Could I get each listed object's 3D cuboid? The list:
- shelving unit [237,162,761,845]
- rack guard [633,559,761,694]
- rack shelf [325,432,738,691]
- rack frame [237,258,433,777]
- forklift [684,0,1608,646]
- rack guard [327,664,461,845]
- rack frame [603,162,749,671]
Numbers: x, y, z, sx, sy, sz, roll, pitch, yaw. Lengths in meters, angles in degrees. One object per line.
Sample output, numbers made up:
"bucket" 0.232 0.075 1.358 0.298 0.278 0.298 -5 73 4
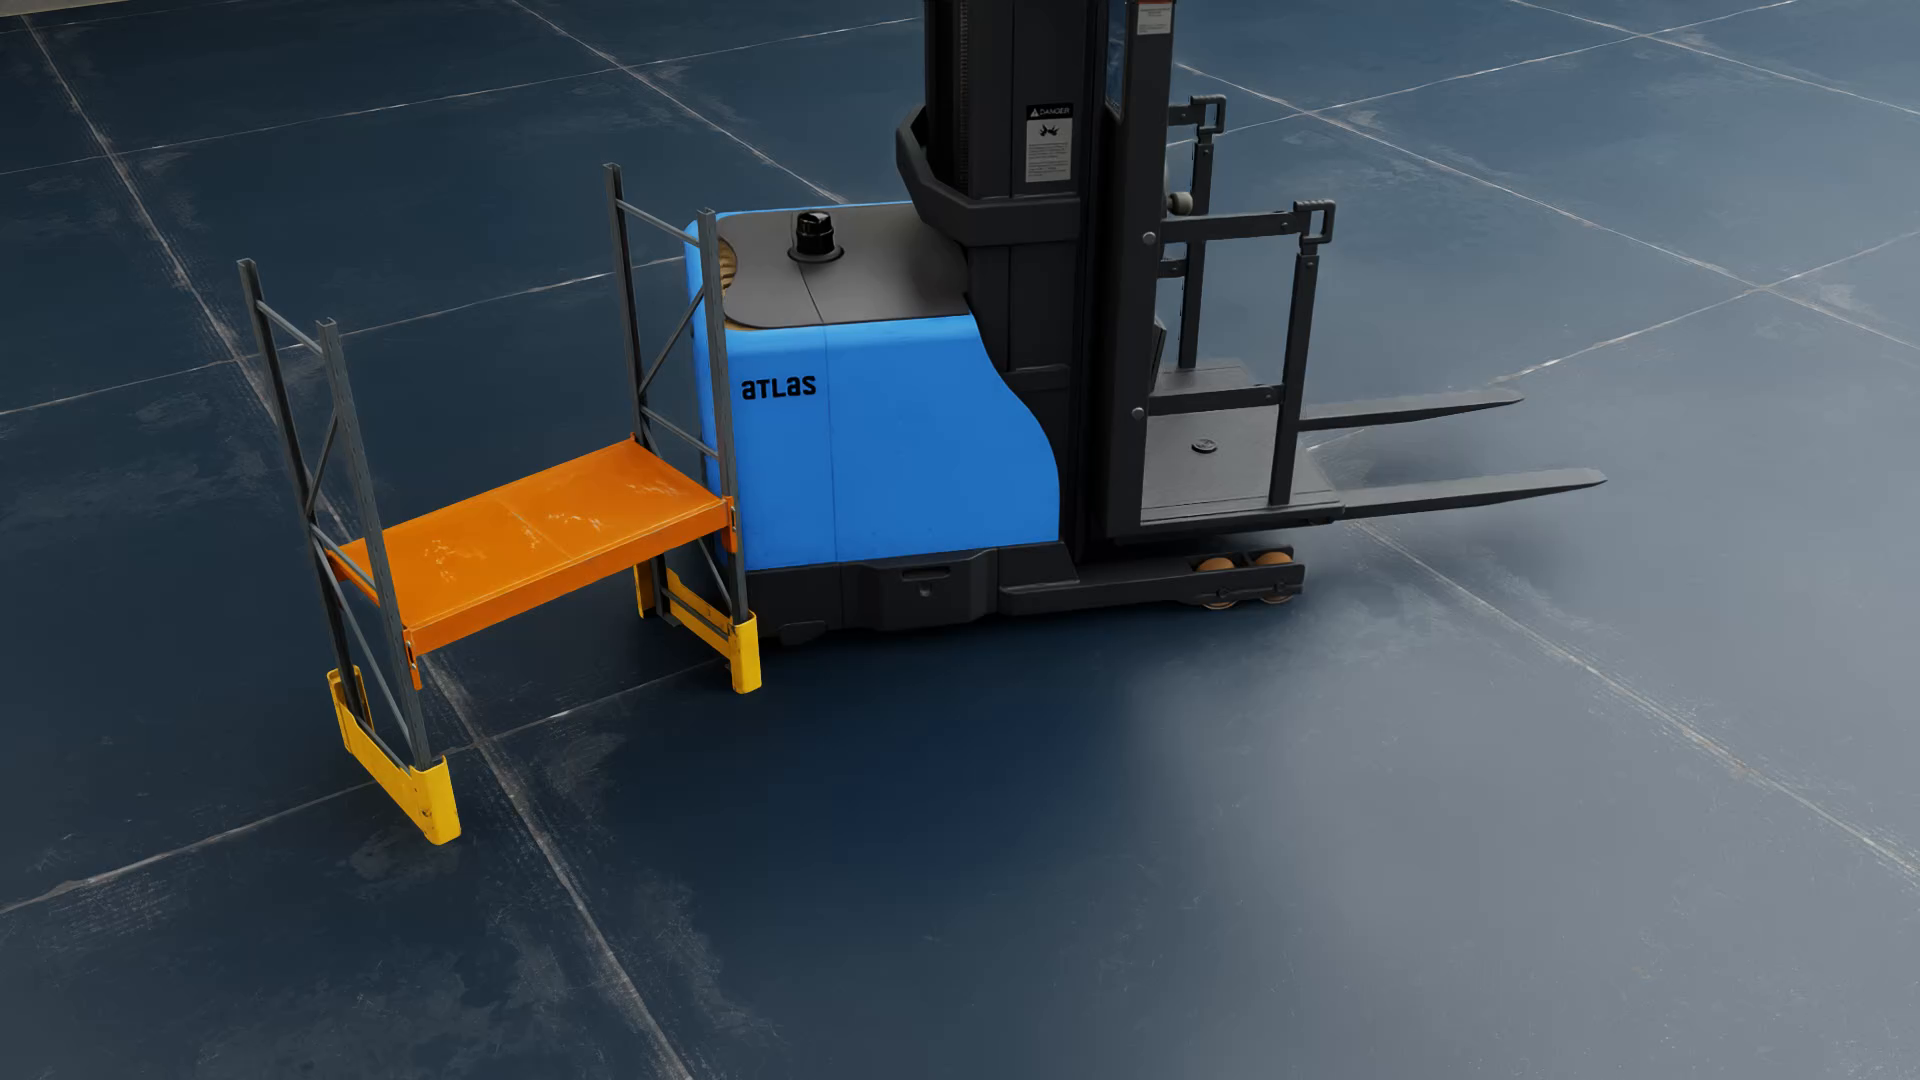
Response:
"shelving unit" -1.193 -0.120 4.535 1.083 1.500 0.587 -25 40 -34
"rack guard" -0.820 0.232 5.148 0.087 0.250 0.587 -25 40 -34
"rack shelf" -1.186 0.029 4.636 1.000 0.185 0.538 -25 40 -34
"rack frame" -1.566 0.057 4.254 0.032 1.500 0.500 -25 40 -34
"forklift" 0.659 -1.286 5.041 3.031 2.935 1.130 -6 33 -9
"rack guard" -1.565 0.585 4.589 0.087 0.250 0.587 -25 40 -34
"rack frame" -0.806 -0.304 4.826 0.032 1.500 0.500 -25 40 -34
